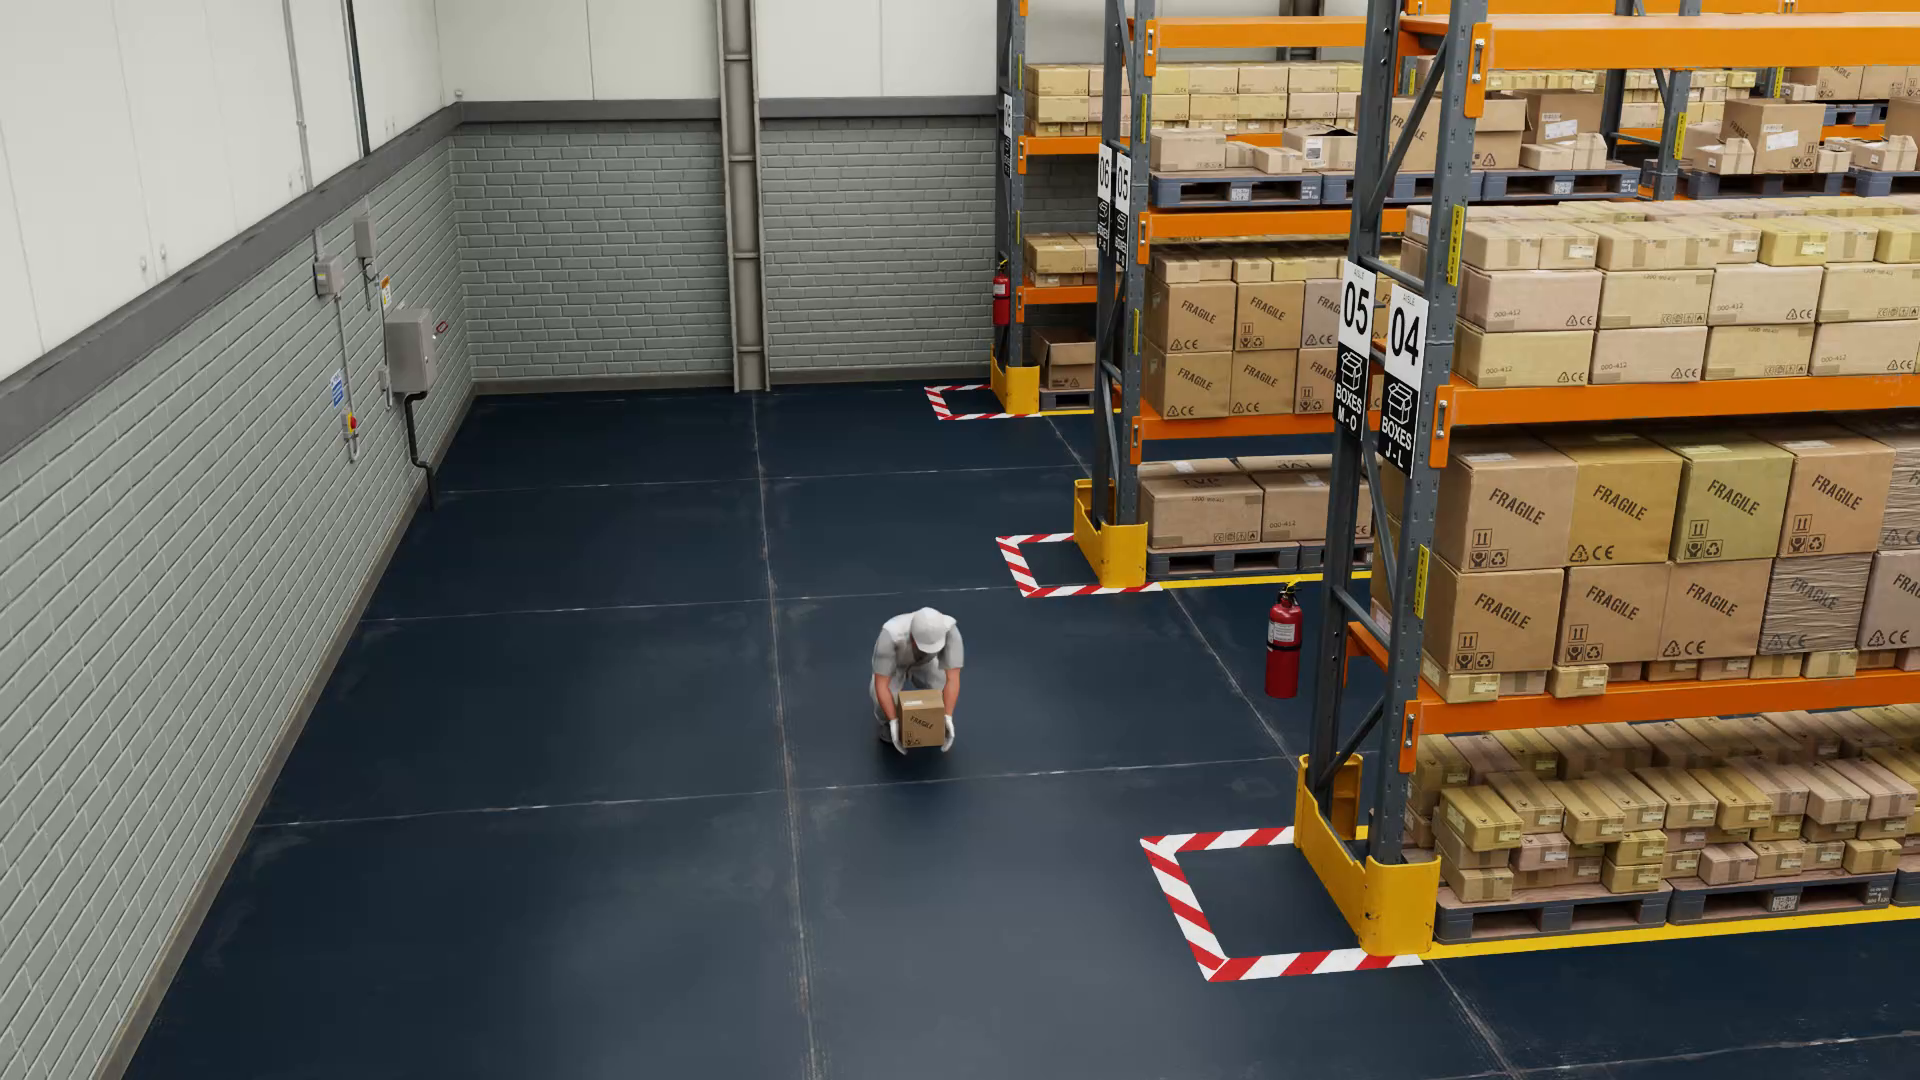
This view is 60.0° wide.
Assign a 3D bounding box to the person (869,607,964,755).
[{"bbox_3d":[-0.269,0.782,10.050,0.568,0.993,0.868,-3,20,-8],"label":"person"}]
